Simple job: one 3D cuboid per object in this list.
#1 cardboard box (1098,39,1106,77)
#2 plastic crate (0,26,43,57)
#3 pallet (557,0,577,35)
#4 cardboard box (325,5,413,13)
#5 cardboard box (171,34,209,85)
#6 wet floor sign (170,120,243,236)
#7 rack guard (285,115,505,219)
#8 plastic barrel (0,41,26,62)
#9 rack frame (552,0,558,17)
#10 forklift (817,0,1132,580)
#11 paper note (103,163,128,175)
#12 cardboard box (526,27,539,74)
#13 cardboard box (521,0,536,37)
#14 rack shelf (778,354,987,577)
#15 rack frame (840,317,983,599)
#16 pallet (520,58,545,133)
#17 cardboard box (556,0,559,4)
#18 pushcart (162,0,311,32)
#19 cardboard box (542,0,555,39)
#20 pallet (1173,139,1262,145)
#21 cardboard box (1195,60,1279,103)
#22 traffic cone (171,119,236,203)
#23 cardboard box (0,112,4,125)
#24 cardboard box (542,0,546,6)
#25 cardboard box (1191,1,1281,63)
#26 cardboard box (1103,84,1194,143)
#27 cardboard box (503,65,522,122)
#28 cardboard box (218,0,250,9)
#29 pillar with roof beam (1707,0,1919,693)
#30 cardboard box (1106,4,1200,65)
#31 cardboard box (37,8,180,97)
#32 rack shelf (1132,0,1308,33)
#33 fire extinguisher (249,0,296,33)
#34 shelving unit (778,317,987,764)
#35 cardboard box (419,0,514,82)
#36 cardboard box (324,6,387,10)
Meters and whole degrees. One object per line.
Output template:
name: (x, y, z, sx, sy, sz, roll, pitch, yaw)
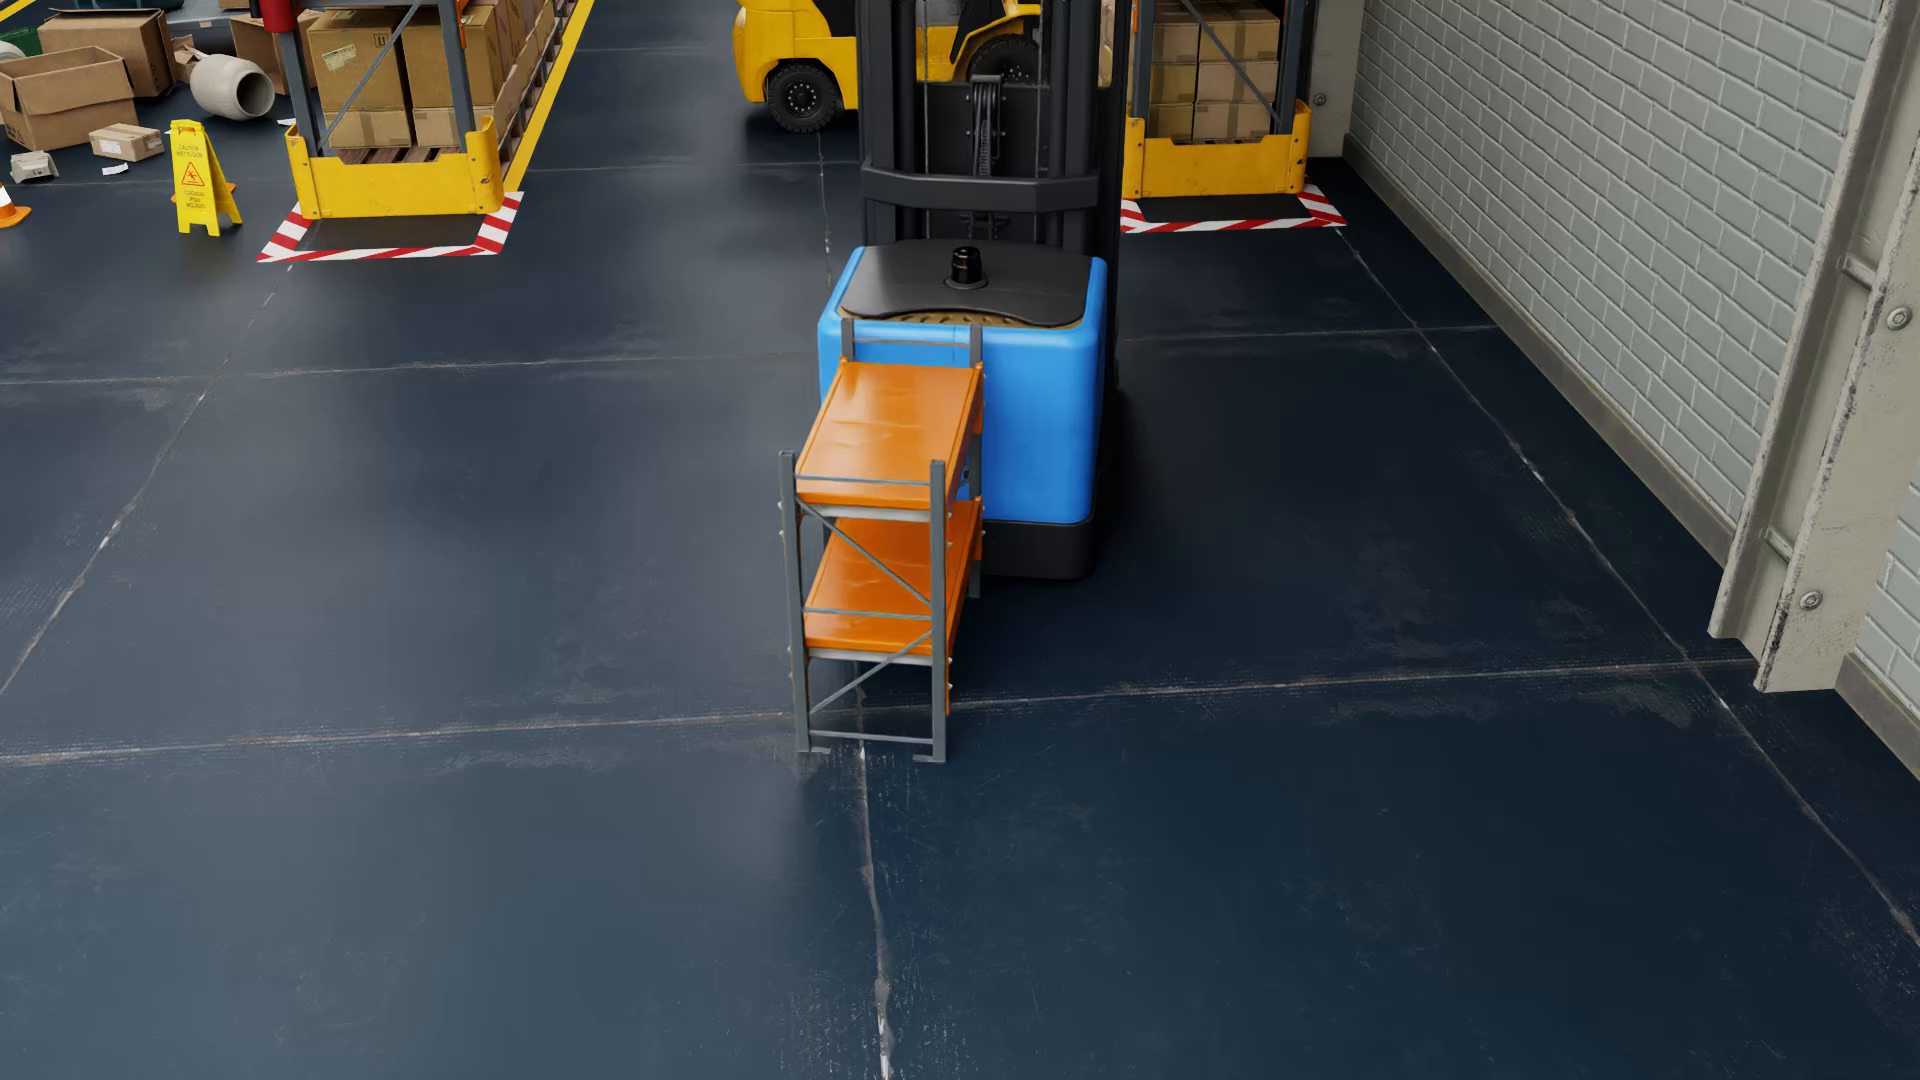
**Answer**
cardboard box: (1.165, -3.229, 11.015, 0.500, 0.250, 0.500, -3, 31, -5)
plastic crate: (-7.356, -3.830, 12.922, 0.450, 0.188, 0.662, 4, 30, 26)
pallet: (-3.832, -4.527, 14.123, 1.003, 0.211, 1.213, -3, 31, -5)
cardboard box: (-3.771, -3.269, 10.839, 0.500, 0.500, 0.500, -2, 31, -3)
cardboard box: (-5.818, -3.634, 12.576, 0.396, 0.266, 0.258, 27, 40, 37)
wet floor sign: (-4.431, -2.126, 9.679, 0.267, 0.644, 0.232, 8, 32, 13)
rack guard: (-3.391, -2.250, 10.030, 1.175, 0.500, 0.348, -3, 31, -5)
plastic barrel: (-7.043, -3.426, 12.074, 0.512, 0.421, 0.421, 20, 36, 29)
rack frame: (-3.758, -5.327, 12.743, 1.000, 3.000, 0.127, -3, 31, -5)
forklift: (0.160, -1.841, 6.974, 1.130, 2.935, 3.031, 4, 31, 6)
paper note: (-5.454, -2.397, 10.734, 0.148, 0.019, 0.142, -14, 33, -22)
cardboard box: (-3.332, -3.506, 11.967, 0.500, 0.250, 0.500, -2, 31, -4)
cardboard box: (-3.337, -3.839, 11.793, 0.500, 0.500, 0.500, -1, 31, -2)
rack shelf: (-0.233, -0.274, 5.541, 0.538, 0.278, 1.000, 4, 31, 6)
rack frame: (-0.171, -0.281, 6.124, 0.500, 1.125, 0.032, 4, 31, 6)
pallet: (-3.543, -3.164, 11.842, 1.003, 0.211, 1.213, -3, 31, -5)
cardboard box: (-3.809, -4.647, 13.757, 0.950, 0.372, 0.625, -2, 31, -4)
pushcart: (-6.023, -4.066, 13.190, 1.648, 0.377, 0.936, -14, 33, -22)
cardboard box: (-3.435, -4.038, 12.857, 0.500, 0.250, 0.500, -1, 31, -2)
pallet: (1.445, -2.716, 11.091, 1.003, 0.211, 1.213, -3, 31, -5)
cardboard box: (1.721, -2.989, 10.613, 0.500, 0.250, 0.500, -2, 31, -4)
traffic cone: (-4.708, -2.353, 10.239, 0.336, 0.463, 0.334, -3, 31, -5)
cardboard box: (-6.682, -3.075, 11.639, 0.396, 0.266, 0.258, 2, 31, 4)
cardboard box: (-3.435, -4.359, 12.664, 0.500, 0.500, 0.500, -3, 31, -5)
cardboard box: (1.701, -3.208, 10.492, 0.500, 0.250, 0.500, -3, 31, -5)
cardboard box: (1.199, -2.749, 10.699, 0.500, 0.250, 0.500, -3, 31, -4)
cardboard box: (-3.224, -2.971, 11.070, 0.500, 0.250, 0.500, -2, 31, -3)
cardboard box: (-5.527, -4.478, 13.021, 0.500, 0.500, 0.500, -3, 31, -5)
pillar with roof beam: (-1.336, -3.229, 3.380, 9.100, 9.000, 0.400, -3, 31, -5)
cardboard box: (1.204, -3.174, 10.435, 0.500, 0.250, 0.500, -2, 31, -3)
cardboard box: (-6.164, -3.524, 12.026, 0.797, 0.637, 0.503, -3, 31, -5)
rack shelf: (1.371, -4.237, 11.619, 1.077, 0.370, 4.000, -3, 31, -5)
fire extinguisher: (-3.832, -3.171, 9.209, 0.296, 0.674, 0.183, -3, 31, -5)
shelving unit: (-0.233, -0.023, 5.691, 0.538, 1.125, 1.048, 4, 31, 6)
cardboard box: (-3.240, -3.310, 10.908, 0.500, 0.500, 0.500, -4, 31, -6)
cardboard box: (-3.820, -3.466, 10.535, 0.380, 0.149, 0.250, -2, 31, -3)
